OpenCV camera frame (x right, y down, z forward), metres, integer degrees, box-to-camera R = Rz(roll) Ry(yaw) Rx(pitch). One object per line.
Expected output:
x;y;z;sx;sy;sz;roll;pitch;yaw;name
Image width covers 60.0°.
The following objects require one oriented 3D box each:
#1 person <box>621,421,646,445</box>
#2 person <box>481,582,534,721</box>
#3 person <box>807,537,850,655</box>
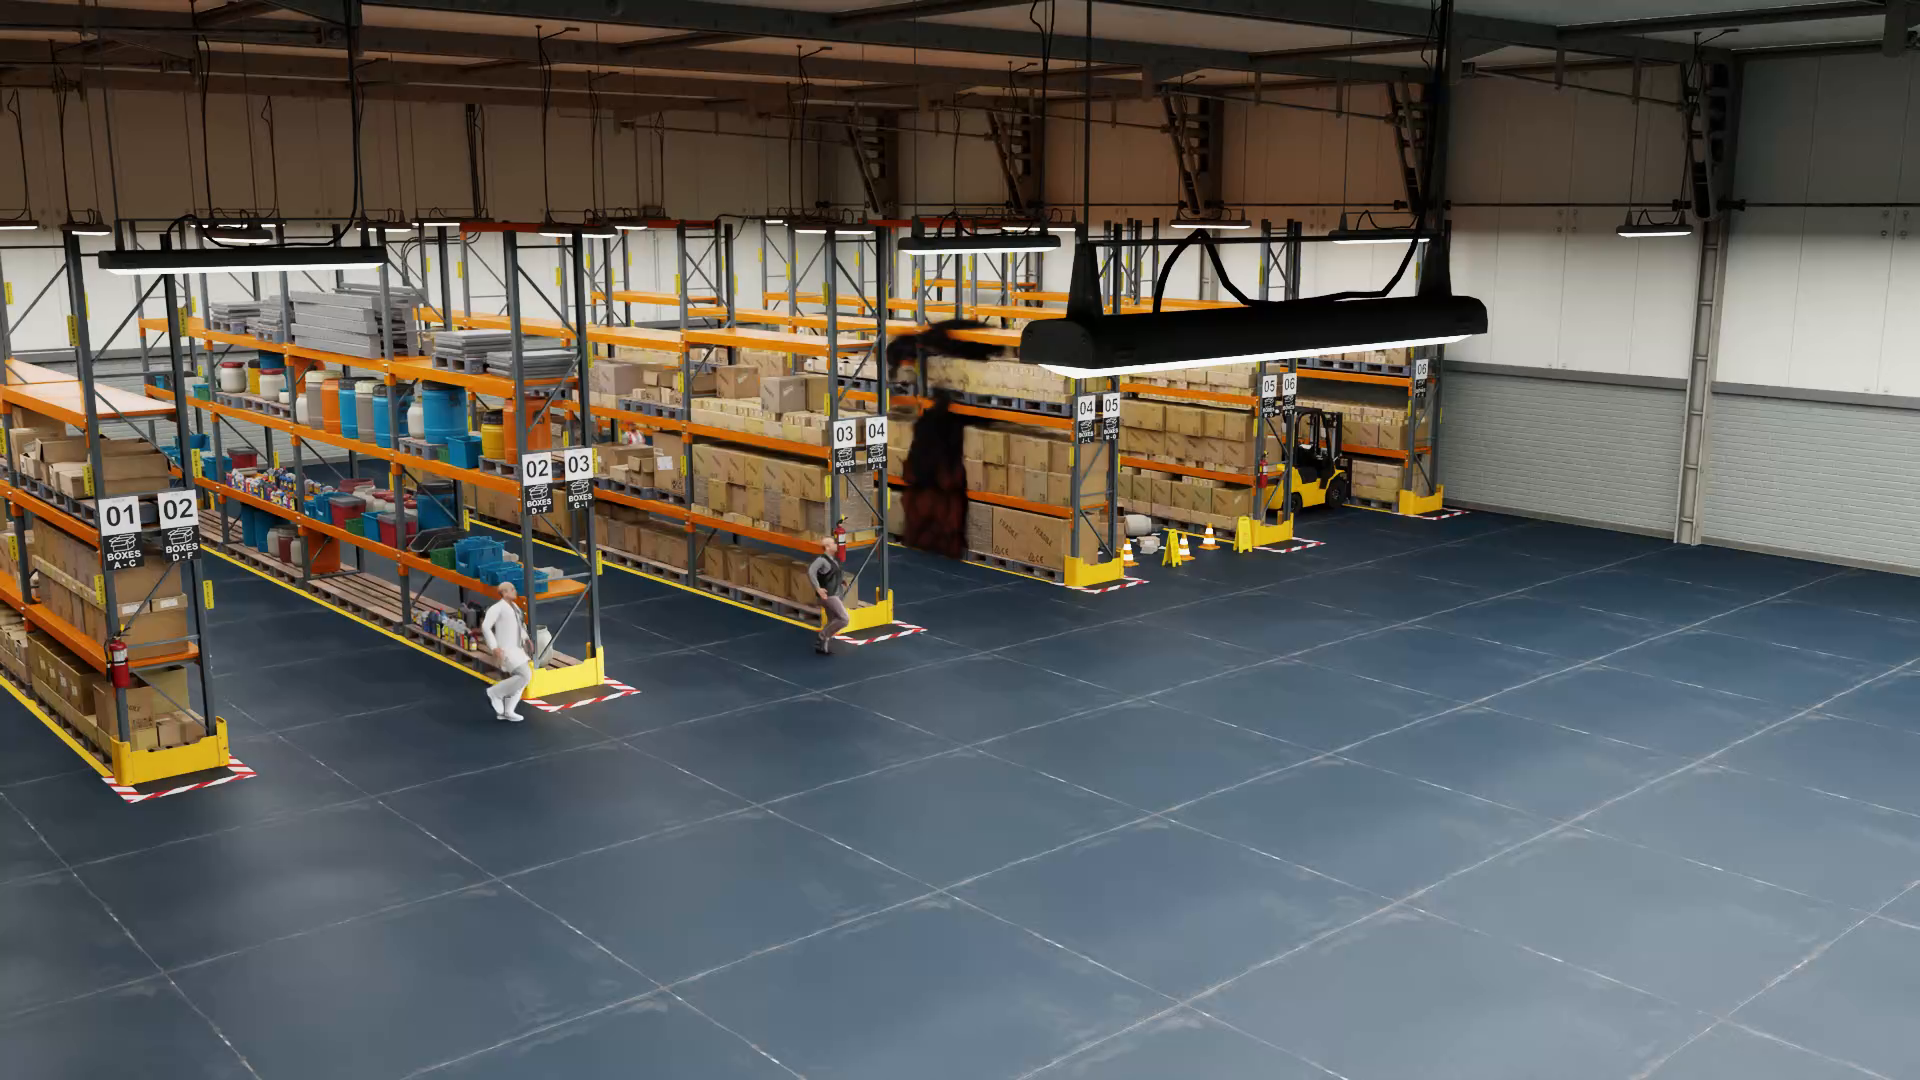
-7.014;-1.740;36.011;0.667;1.806;0.818;-8;14;-34;person
-5.586;1.371;20.771;0.561;1.699;0.733;1;11;6;person
-1.827;0.796;23.700;0.581;1.670;0.672;2;12;8;person
